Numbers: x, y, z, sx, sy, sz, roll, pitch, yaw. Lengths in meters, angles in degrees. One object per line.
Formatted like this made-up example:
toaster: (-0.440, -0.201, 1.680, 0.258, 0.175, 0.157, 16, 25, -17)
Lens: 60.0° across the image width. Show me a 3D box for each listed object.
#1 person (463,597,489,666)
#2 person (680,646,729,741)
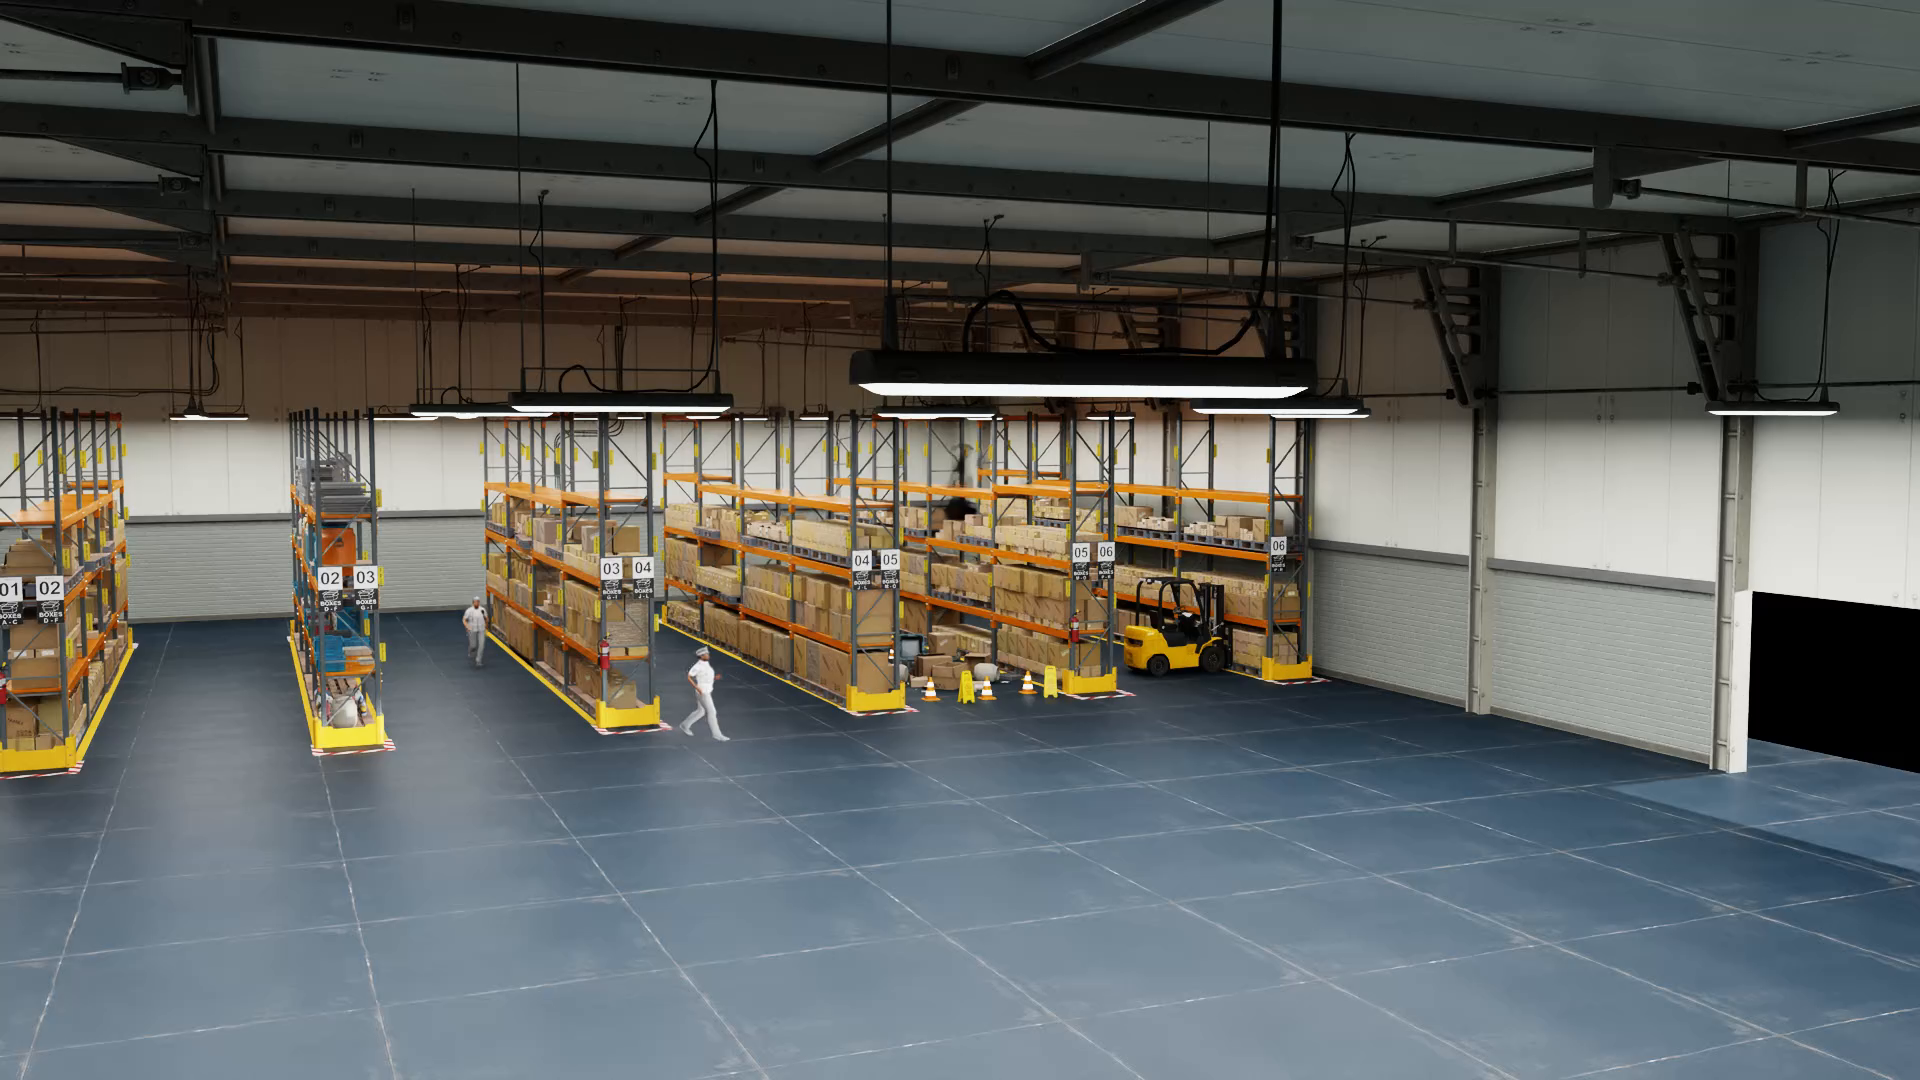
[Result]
person: (-11.488, 2.156, 39.521, 0.616, 1.632, 0.599, -2, 4, -27)
person: (-4.617, 2.755, 29.969, 0.917, 1.691, 0.574, 0, 4, 5)
